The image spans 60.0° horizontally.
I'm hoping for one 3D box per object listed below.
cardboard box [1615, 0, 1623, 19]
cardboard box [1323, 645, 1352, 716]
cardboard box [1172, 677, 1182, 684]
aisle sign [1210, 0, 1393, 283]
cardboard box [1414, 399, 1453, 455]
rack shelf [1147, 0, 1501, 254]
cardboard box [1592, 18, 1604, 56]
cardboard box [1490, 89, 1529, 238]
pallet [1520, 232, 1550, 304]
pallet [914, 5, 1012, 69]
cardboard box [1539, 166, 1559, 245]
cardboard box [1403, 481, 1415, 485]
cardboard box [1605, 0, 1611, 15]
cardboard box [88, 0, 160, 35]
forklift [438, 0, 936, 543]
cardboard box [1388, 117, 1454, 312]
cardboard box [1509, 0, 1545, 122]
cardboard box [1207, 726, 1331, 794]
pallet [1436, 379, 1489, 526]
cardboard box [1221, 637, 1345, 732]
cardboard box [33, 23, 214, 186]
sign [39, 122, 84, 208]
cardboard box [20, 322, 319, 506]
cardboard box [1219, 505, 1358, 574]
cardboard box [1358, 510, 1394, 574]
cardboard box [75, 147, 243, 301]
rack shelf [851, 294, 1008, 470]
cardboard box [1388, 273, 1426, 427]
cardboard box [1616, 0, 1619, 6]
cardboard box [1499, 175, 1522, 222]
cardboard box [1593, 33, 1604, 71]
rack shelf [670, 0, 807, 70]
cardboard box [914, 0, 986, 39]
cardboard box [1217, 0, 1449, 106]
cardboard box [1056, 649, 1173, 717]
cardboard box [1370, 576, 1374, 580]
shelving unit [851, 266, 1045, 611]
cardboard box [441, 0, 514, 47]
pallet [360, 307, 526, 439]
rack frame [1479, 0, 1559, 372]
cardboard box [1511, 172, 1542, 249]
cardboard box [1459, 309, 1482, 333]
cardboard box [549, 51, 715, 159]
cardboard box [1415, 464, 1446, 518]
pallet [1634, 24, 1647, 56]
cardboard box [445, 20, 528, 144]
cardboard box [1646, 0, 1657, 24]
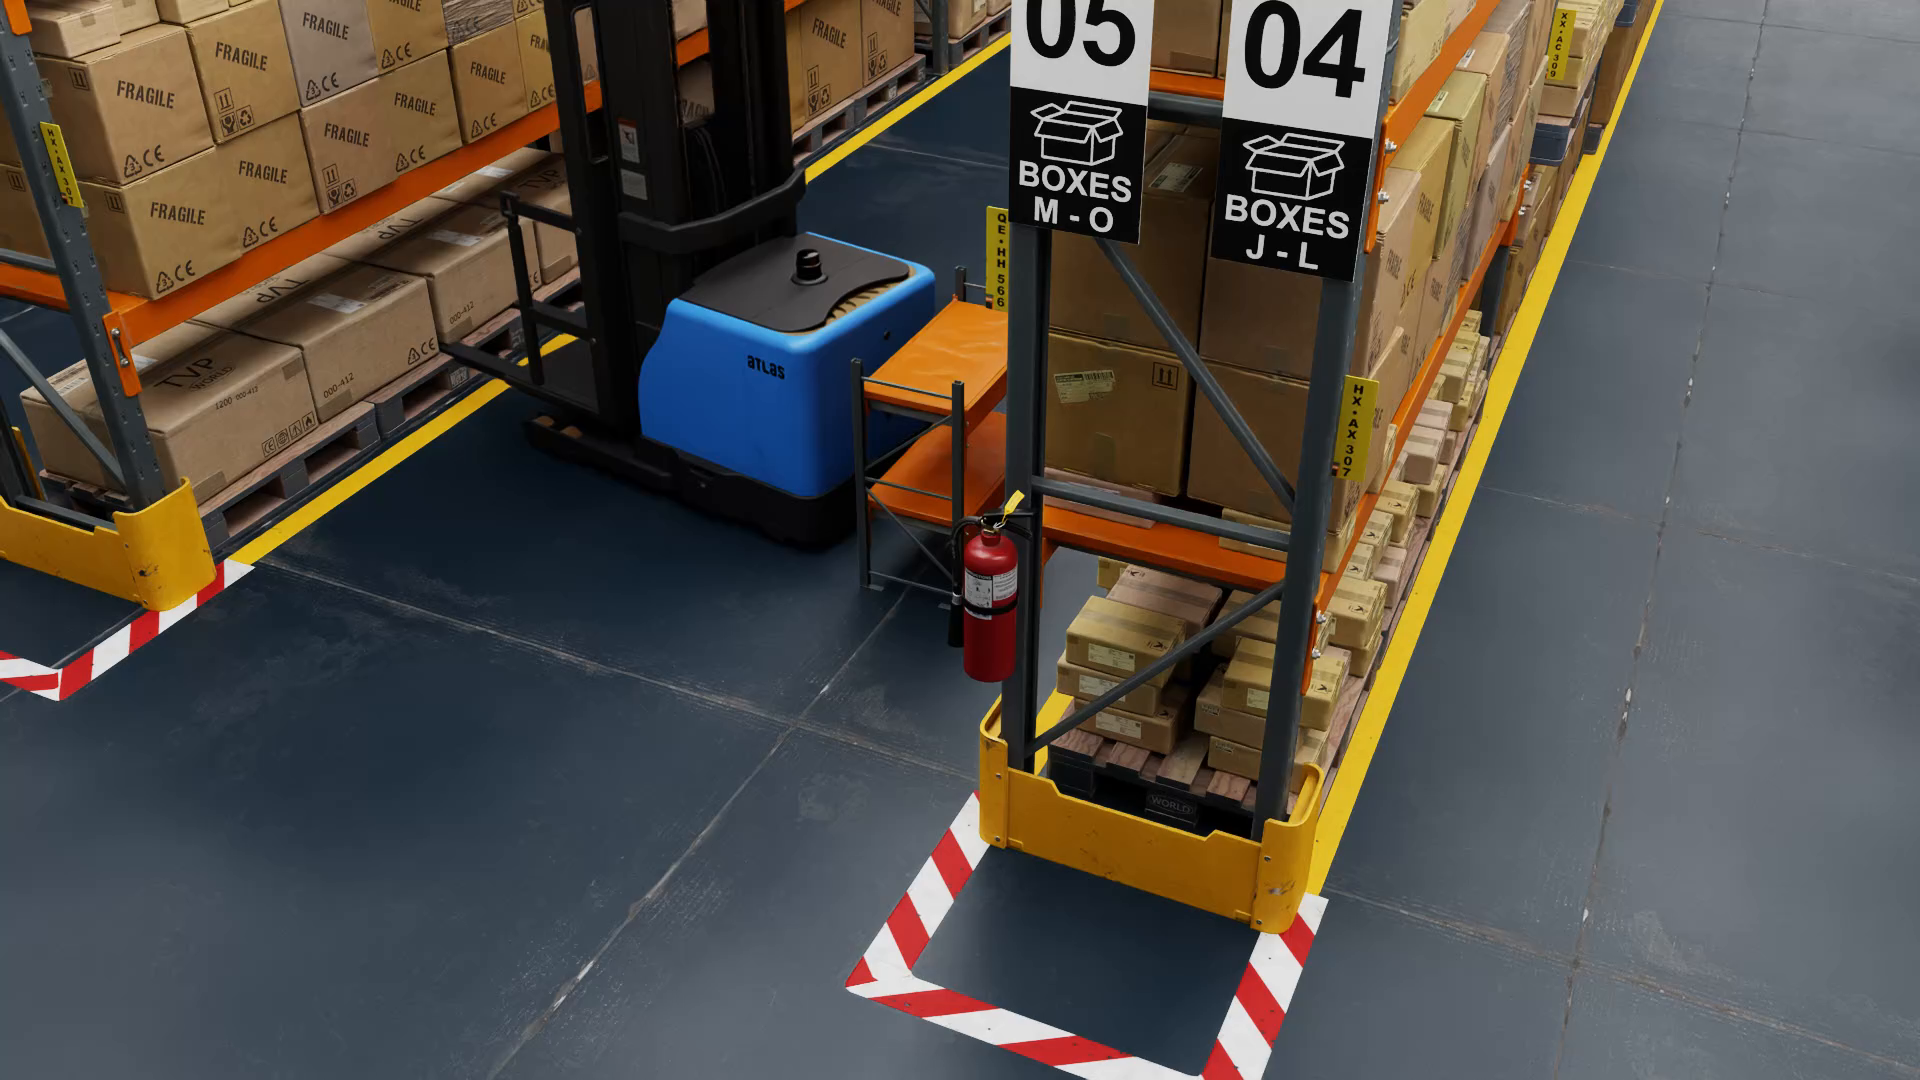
[{"bbox_3d":[3.636,-3.141,9.650,0.380,0.149,0.250,15,36,22],"label":"cardboard box"},{"bbox_3d":[1.238,0.492,6.209,0.380,0.149,0.250,14,36,20],"label":"cardboard box"},{"bbox_3d":[0.666,0.481,6.498,0.380,0.149,0.250,15,36,22],"label":"cardboard box"},{"bbox_3d":[0.862,-1.056,4.255,0.394,0.787,0.004,14,36,20],"label":"aisle sign"},{"bbox_3d":[2.003,-0.532,7.501,0.380,0.149,0.250,12,35,18],"label":"cardboard box"},{"bbox_3d":[1.456,-2.024,6.022,1.077,0.370,4.000,14,36,20],"label":"rack shelf"},{"bbox_3d":[3.090,-2.610,8.570,0.380,0.149,0.250,15,36,22],"label":"cardboard box"},{"bbox_3d":[2.129,-1.669,7.197,0.500,0.500,0.500,13,35,19],"label":"cardboard box"},{"bbox_3d":[3.127,-1.898,10.453,1.003,0.211,1.213,14,36,20],"label":"pallet"},{"bbox_3d":[-0.243,-4.367,14.217,1.003,0.211,1.213,14,36,20],"label":"pallet"},{"bbox_3d":[3.270,-2.032,10.010,0.500,0.500,0.500,15,36,21],"label":"cardboard box"},{"bbox_3d":[1.839,-0.307,7.428,0.380,0.149,0.250,12,35,18],"label":"cardboard box"},{"bbox_3d":[3.203,-2.868,8.691,0.380,0.149,0.250,14,36,20],"label":"cardboard box"},{"bbox_3d":[-3.474,-2.151,6.700,0.380,0.149,0.250,15,36,22],"label":"cardboard box"},{"bbox_3d":[-1.597,-1.842,7.886,3.031,2.935,1.130,21,39,29],"label":"forklift"},{"bbox_3d":[1.254,-1.074,5.378,0.500,0.500,0.500,15,36,22],"label":"cardboard box"},{"bbox_3d":[2.131,-2.096,6.937,0.500,0.500,0.500,13,35,19],"label":"cardboard box"},{"bbox_3d":[1.130,0.755,6.080,0.380,0.149,0.250,15,36,21],"label":"cardboard box"},{"bbox_3d":[2.044,-0.558,8.408,1.003,0.211,1.213,14,36,20],"label":"pallet"},{"bbox_3d":[1.148,0.510,5.910,0.380,0.149,0.250,13,35,18],"label":"cardboard box"},{"bbox_3d":[-3.459,-1.793,6.746,0.500,0.500,0.500,13,36,19],"label":"cardboard box"},{"bbox_3d":[-3.417,-1.425,6.325,0.100,0.325,0.005,14,36,20],"label":"sign"},{"bbox_3d":[-3.733,-0.615,7.907,0.875,0.438,0.875,13,35,19],"label":"cardboard box"},{"bbox_3d":[1.053,-0.055,5.328,0.380,0.149,0.250,14,36,20],"label":"cardboard box"},{"bbox_3d":[1.529,-0.029,6.733,0.380,0.149,0.250,16,36,22],"label":"cardboard box"},{"bbox_3d":[-3.457,-1.375,7.020,0.500,0.500,0.500,14,36,20],"label":"cardboard box"},{"bbox_3d":[-0.003,-0.712,7.276,0.538,0.278,1.000,14,36,20],"label":"rack shelf"},{"bbox_3d":[1.259,-0.673,5.679,0.500,0.500,0.500,14,36,21],"label":"cardboard box"},{"bbox_3d":[3.528,-3.132,9.365,0.380,0.149,0.250,13,36,20],"label":"cardboard box"},{"bbox_3d":[2.378,-1.612,7.702,0.380,0.149,0.250,13,36,19],"label":"cardboard box"},{"bbox_3d":[3.201,-2.616,8.850,0.380,0.149,0.250,15,36,21],"label":"cardboard box"},{"bbox_3d":[-1.408,-3.847,11.538,1.077,0.370,4.000,14,36,20],"label":"rack shelf"},{"bbox_3d":[-0.326,-4.500,13.890,0.950,0.372,0.625,12,35,17],"label":"cardboard box"},{"bbox_3d":[1.040,-1.431,4.598,0.500,0.250,0.500,15,36,22],"label":"cardboard box"},{"bbox_3d":[0.581,0.489,6.214,0.380,0.149,0.250,13,36,19],"label":"cardboard box"},{"bbox_3d":[1.489,0.229,6.882,0.380,0.149,0.250,14,36,21],"label":"cardboard box"},{"bbox_3d":[-0.003,-0.467,7.436,0.538,1.125,1.048,14,36,20],"label":"shelving unit"},{"bbox_3d":[-2.616,-2.807,8.292,0.500,0.500,0.500,15,36,21],"label":"cardboard box"},{"bbox_3d":[-3.143,-1.015,9.106,1.003,0.211,1.213,14,36,20],"label":"pallet"},{"bbox_3d":[2.293,-2.067,8.166,1.000,3.000,0.127,14,36,20],"label":"rack frame"},{"bbox_3d":[2.842,-1.818,9.000,0.500,0.250,0.500,13,35,18],"label":"cardboard box"},{"bbox_3d":[2.381,-1.062,8.308,0.380,0.149,0.250,15,36,22],"label":"cardboard box"},{"bbox_3d":[-2.058,-2.766,10.788,0.875,0.875,0.875,15,36,22],"label":"cardboard box"},{"bbox_3d":[2.006,-0.261,7.629,0.380,0.149,0.250,14,36,20],"label":"cardboard box"},{"bbox_3d":[5.386,-4.483,14.395,1.003,0.211,1.213,14,36,20],"label":"pallet"},{"bbox_3d":[-2.614,-2.393,8.572,0.500,0.500,0.500,14,36,20],"label":"cardboard box"},{"bbox_3d":[5.462,-4.956,14.241,1.050,0.750,0.750,14,36,20],"label":"cardboard box"}]
